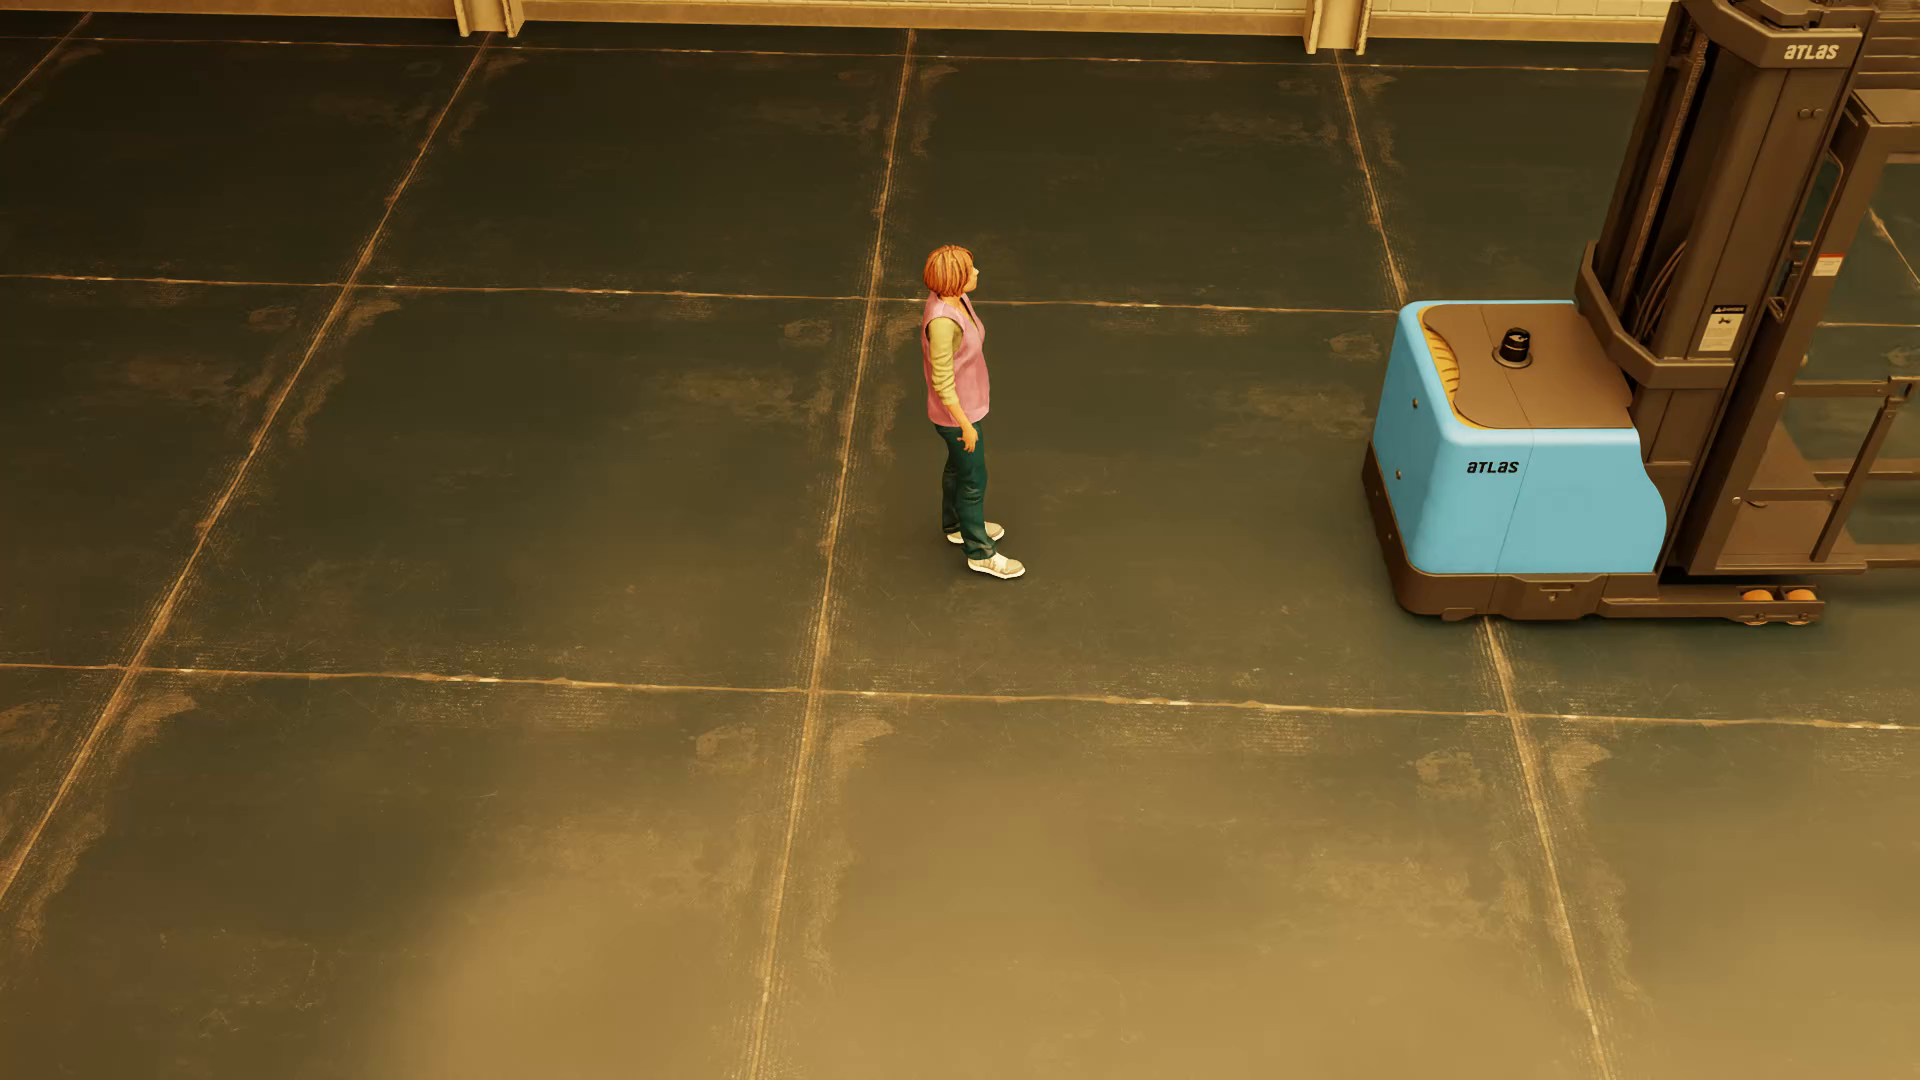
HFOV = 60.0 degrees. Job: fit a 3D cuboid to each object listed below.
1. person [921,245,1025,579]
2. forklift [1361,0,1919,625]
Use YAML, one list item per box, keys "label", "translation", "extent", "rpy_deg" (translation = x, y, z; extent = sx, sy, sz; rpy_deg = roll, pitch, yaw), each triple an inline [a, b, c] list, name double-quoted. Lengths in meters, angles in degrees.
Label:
- label: "person"
  translation: [0.074, -0.584, 7.361]
  extent: [0.473, 1.599, 0.521]
  rpy_deg: [2, 42, 2]
- label: "forklift"
  translation: [3.485, -1.058, 6.901]
  extent: [3.031, 2.935, 1.130]
  rpy_deg: [0, 42, 0]
